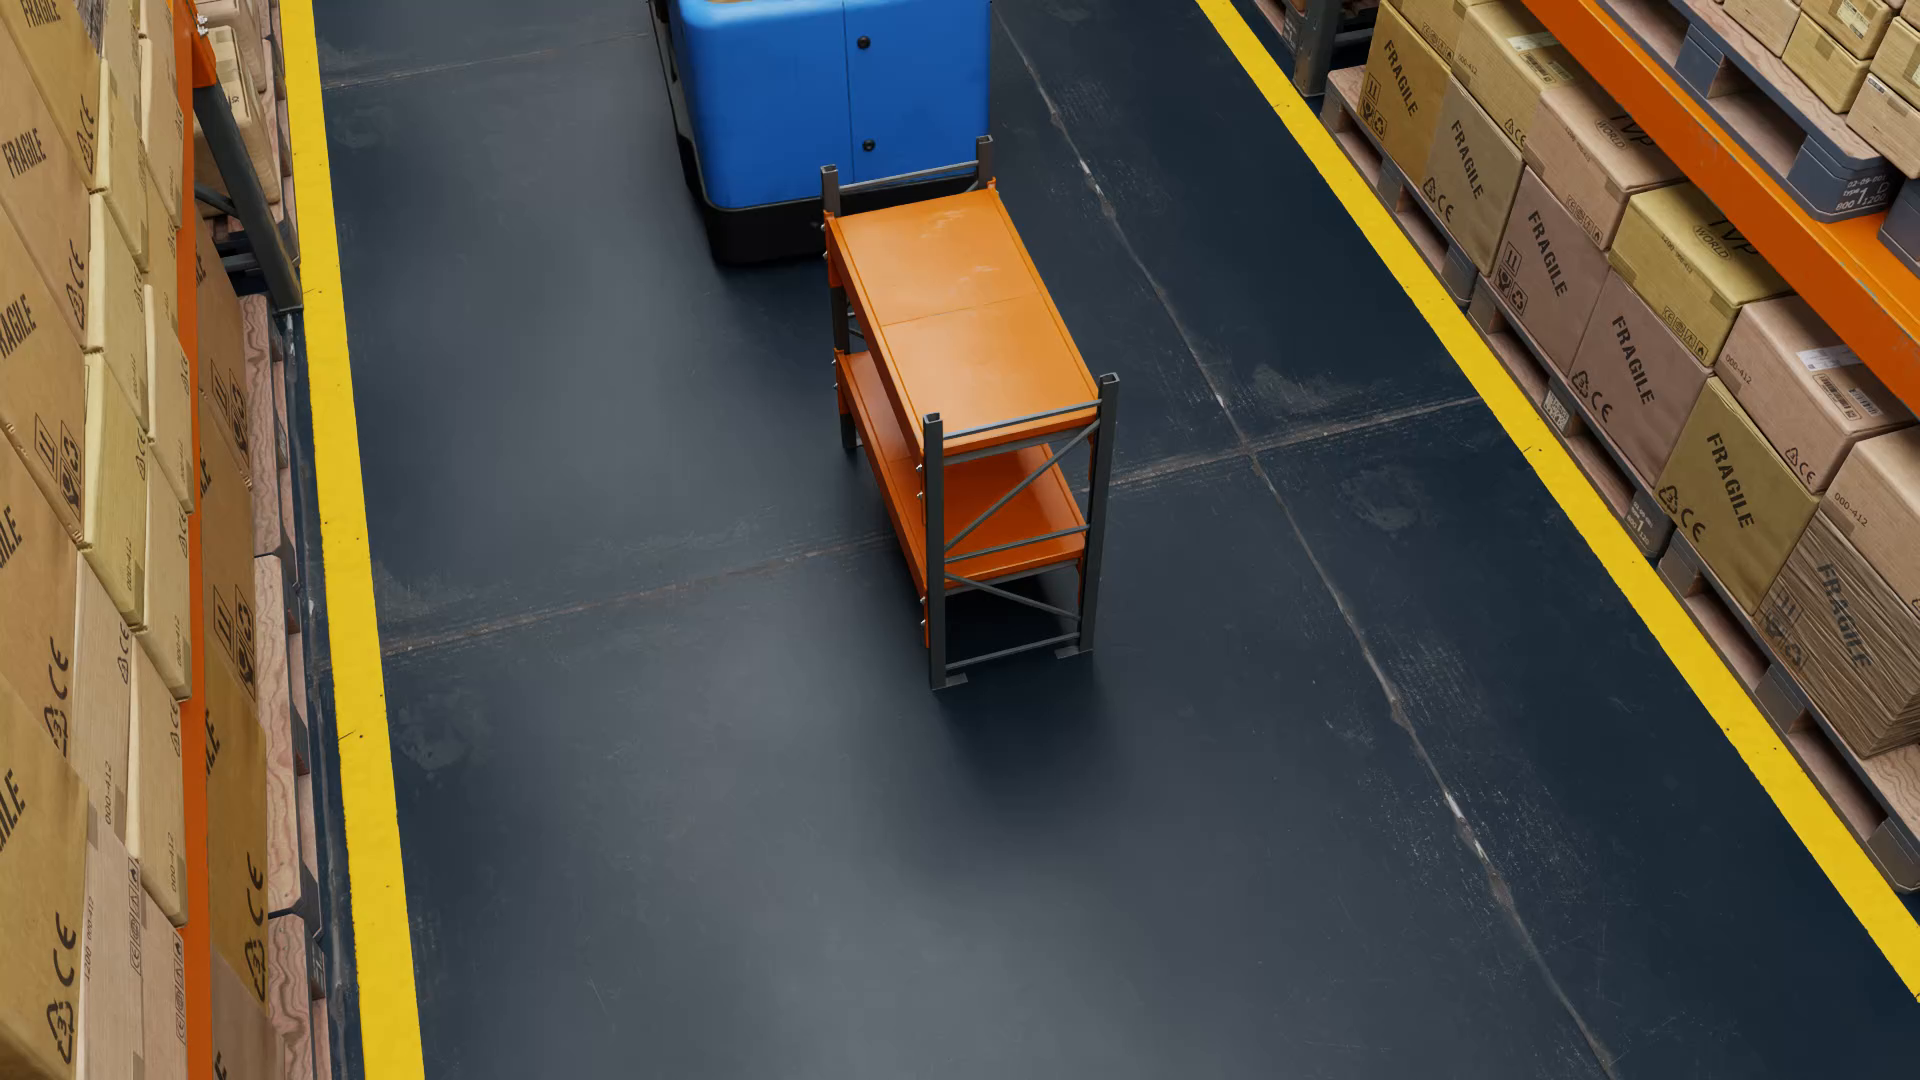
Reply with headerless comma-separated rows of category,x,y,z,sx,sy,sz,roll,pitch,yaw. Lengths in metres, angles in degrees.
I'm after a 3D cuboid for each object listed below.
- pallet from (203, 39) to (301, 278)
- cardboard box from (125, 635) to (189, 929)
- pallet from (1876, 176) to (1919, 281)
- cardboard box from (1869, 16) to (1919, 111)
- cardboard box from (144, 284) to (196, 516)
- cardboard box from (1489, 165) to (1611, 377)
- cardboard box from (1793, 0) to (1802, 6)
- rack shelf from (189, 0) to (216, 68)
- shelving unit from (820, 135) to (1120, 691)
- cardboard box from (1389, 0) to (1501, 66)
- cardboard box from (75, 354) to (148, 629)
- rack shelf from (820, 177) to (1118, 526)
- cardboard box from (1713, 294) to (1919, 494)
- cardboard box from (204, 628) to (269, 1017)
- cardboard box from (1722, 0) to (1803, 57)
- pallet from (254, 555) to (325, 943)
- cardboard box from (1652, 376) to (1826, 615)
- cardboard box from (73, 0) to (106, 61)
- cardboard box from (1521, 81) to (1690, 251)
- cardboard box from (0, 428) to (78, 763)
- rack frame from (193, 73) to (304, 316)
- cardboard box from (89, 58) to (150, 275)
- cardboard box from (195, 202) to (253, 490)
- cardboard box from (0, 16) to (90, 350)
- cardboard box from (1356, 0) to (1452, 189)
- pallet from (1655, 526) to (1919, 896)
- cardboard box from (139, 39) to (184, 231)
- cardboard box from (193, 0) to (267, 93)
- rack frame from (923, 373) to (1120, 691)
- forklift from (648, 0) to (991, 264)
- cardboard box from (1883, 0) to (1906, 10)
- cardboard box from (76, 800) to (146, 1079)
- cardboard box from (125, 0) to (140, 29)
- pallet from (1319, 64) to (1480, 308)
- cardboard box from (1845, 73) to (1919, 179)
pallet,-3.069,-1.393,6.286,1.003,0.211,1.213,-13,51,-11
cardboard box,-1.689,0.491,2.972,0.500,0.250,0.500,-14,51,-12
pallet,2.955,-0.521,3.853,1.003,0.211,1.213,-13,51,-11
cardboard box,2.425,-1.151,3.954,0.380,0.149,0.250,-16,52,-13
cardboard box,-1.965,-0.254,3.601,0.500,0.250,0.500,-14,51,-12
cardboard box,2.133,-0.928,5.431,0.500,0.500,0.500,-14,51,-12
cardboard box,2.276,-1.529,4.272,0.380,0.149,0.250,-12,51,-10
rack shelf,-3.431,-2.949,6.245,1.077,0.370,4.000,-13,51,-11
shelving unit,0.002,-0.358,4.816,0.538,1.125,1.048,-13,51,-11
cardboard box,1.832,-1.926,5.782,0.500,0.250,0.500,-15,52,-13
cardboard box,-1.822,-0.046,3.098,0.500,0.250,0.500,-13,51,-11
rack shelf,0.002,-0.546,4.592,0.538,0.278,1.000,-13,51,-11
cardboard box,2.441,-0.429,4.519,0.500,0.250,0.500,-11,51,-9
cardboard box,-2.191,0.658,3.849,0.875,0.875,0.875,-12,51,-10
cardboard box,2.268,-1.437,4.389,0.380,0.149,0.250,-15,51,-12
pallet,-2.321,0.661,4.555,1.003,0.211,1.213,-13,51,-11
cardboard box,2.431,-0.180,4.800,0.500,0.500,0.500,-14,51,-12
cardboard box,-2.277,-1.384,3.735,0.500,0.500,0.500,-13,51,-10
cardboard box,2.116,-1.192,5.162,0.500,0.250,0.500,-13,51,-11
cardboard box,-1.689,0.095,2.489,0.500,0.500,0.500,-14,51,-11
rack frame,-2.840,-1.720,4.738,1.000,3.000,0.127,-13,51,-11
cardboard box,-2.128,-0.794,3.728,0.500,0.250,0.500,-15,51,-12
cardboard box,-2.715,-0.648,4.949,0.875,0.875,0.875,-14,51,-11
cardboard box,-1.994,-0.648,3.115,0.500,0.500,0.500,-14,51,-12
cardboard box,1.825,-1.669,6.055,0.500,0.500,0.500,-15,52,-13
pallet,2.810,0.339,4.826,1.003,0.211,1.213,-13,51,-11
cardboard box,-2.276,-0.992,4.222,0.500,0.250,0.500,-12,51,-10
cardboard box,-3.223,-1.961,6.385,0.950,0.372,0.625,-14,51,-12
rack frame,0.152,0.014,4.503,0.500,1.125,0.032,-13,51,-11
forklift,-0.722,-3.096,5.943,1.130,2.935,3.031,-10,51,-9
cardboard box,2.352,-1.439,4.002,0.380,0.149,0.250,-15,52,-13
cardboard box,-1.518,0.703,2.466,0.500,0.250,0.500,-15,51,-12
cardboard box,-2.454,-1.537,4.355,0.500,0.250,0.500,-13,51,-11
pallet,2.089,-1.444,6.329,1.003,0.211,1.213,-13,51,-11
cardboard box,2.424,-1.049,4.062,0.380,0.149,0.250,-15,52,-13
